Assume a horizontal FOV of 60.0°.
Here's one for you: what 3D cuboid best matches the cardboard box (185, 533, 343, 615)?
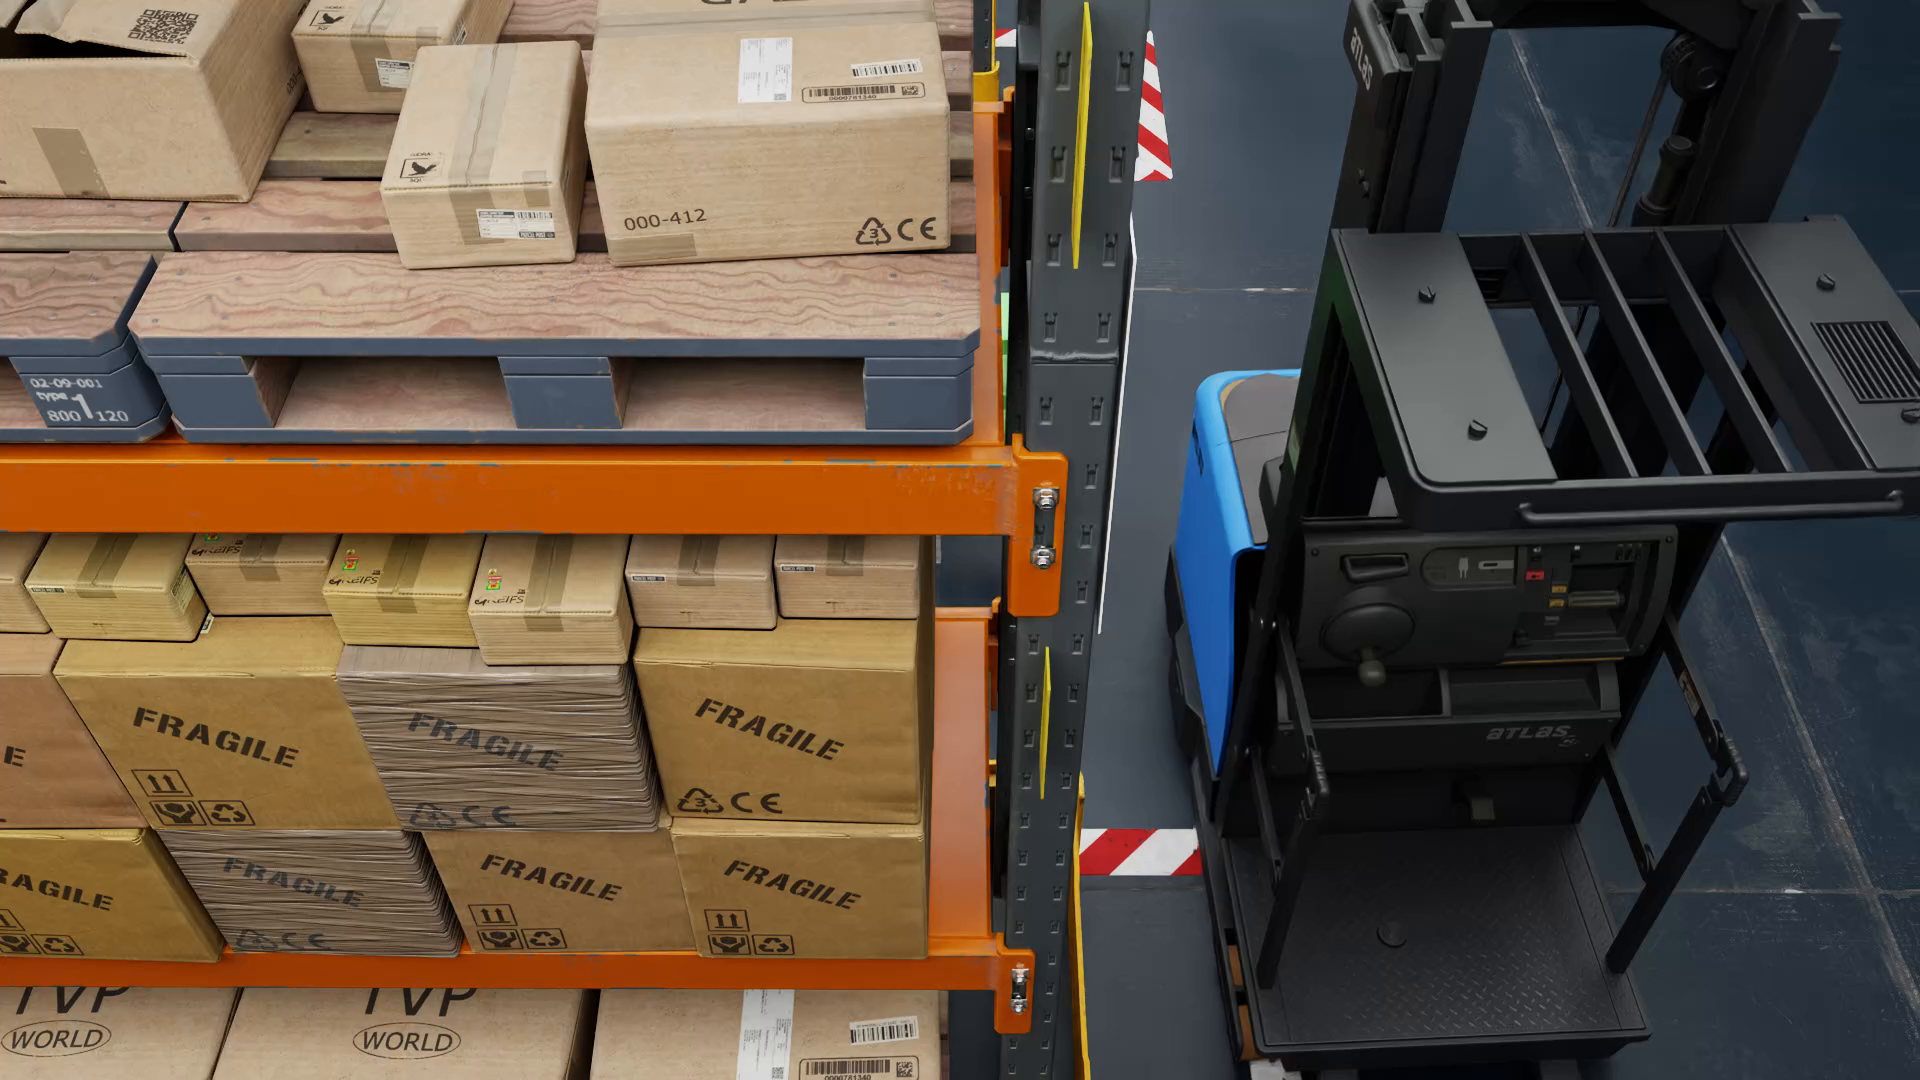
[{"bbox_3d":[-1.219,-0.052,3.054,0.250,0.149,0.380,0,47,0],"label":"cardboard box"}]

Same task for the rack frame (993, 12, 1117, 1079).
[{"bbox_3d":[0.166,0.404,3.825,0.127,3.000,1.000,0,47,0],"label":"rack frame"}]

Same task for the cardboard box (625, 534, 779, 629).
[{"bbox_3d":[-0.448,-0.029,3.033,0.250,0.149,0.380,1,47,1],"label":"cardboard box"}]

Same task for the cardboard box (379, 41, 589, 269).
[{"bbox_3d":[-0.704,-0.587,2.515,0.250,0.149,0.380,-3,47,-3],"label":"cardboard box"}]

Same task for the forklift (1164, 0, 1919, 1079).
[{"bbox_3d":[1.324,0.259,4.007,1.130,2.935,3.031,-2,47,-2],"label":"forklift"}]

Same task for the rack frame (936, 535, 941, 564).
[{"bbox_3d":[-0.078,-0.409,5.811,0.015,1.200,0.240,0,47,0],"label":"rack frame"}]

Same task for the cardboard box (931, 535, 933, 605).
[{"bbox_3d":[-0.313,-0.180,3.617,0.500,0.500,0.500,-1,47,-1],"label":"cardboard box"}]

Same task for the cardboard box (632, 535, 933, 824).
[{"bbox_3d":[-0.317,0.202,3.261,0.500,0.500,0.500,2,47,1],"label":"cardboard box"}]

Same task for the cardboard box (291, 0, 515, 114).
[{"bbox_3d":[-0.922,-0.881,2.788,0.250,0.149,0.380,2,47,2],"label":"cardboard box"}]

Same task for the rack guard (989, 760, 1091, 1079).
[{"bbox_3d":[0.190,1.256,4.740,0.348,0.500,1.175,0,47,0],"label":"rack guard"}]

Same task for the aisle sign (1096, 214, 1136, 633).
[{"bbox_3d":[0.236,-0.255,2.662,0.004,0.787,0.394,0,47,0],"label":"aisle sign"}]

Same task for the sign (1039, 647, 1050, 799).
[{"bbox_3d":[0.150,0.326,2.944,0.005,0.325,0.100,0,47,0],"label":"sign"}]

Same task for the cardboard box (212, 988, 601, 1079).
[{"bbox_3d":[-1.410,1.209,4.539,0.875,0.438,0.875,1,47,1],"label":"cardboard box"}]

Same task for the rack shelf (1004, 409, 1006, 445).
[{"bbox_3d":[0.166,-0.365,5.857,0.480,0.148,0.258,0,47,0],"label":"rack shelf"}]

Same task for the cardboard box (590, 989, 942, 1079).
[{"bbox_3d":[-0.495,1.205,4.542,0.875,0.438,0.875,-1,47,-1],"label":"cardboard box"}]

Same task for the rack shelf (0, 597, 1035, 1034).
[{"bbox_3d":[-1.834,0.644,4.093,4.000,0.370,1.077,0,47,0],"label":"rack shelf"}]

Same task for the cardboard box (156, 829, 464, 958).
[{"bbox_3d":[-1.334,0.556,3.615,0.500,0.500,0.500,1,47,1],"label":"cardboard box"}]

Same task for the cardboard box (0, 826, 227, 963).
[{"bbox_3d":[-1.850,0.564,3.608,0.500,0.500,0.500,1,47,1],"label":"cardboard box"}]

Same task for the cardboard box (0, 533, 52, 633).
[{"bbox_3d":[-1.733,-0.024,3.028,0.250,0.149,0.380,2,47,1],"label":"cardboard box"}]

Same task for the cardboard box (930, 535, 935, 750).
[{"bbox_3d":[-0.313,0.159,3.985,0.500,0.500,0.500,0,47,0],"label":"cardboard box"}]

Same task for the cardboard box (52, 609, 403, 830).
[{"bbox_3d":[-1.335,0.219,3.246,0.500,0.500,0.500,0,47,0],"label":"cardboard box"}]

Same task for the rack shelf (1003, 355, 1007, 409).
[{"bbox_3d":[0.166,-0.528,5.681,0.480,0.148,0.258,0,47,0],"label":"rack shelf"}]

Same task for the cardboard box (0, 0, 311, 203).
[{"bbox_3d":[-1.331,-0.805,2.607,0.500,0.311,0.500,1,47,1],"label":"cardboard box"}]

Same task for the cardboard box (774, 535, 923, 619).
[{"bbox_3d":[-0.194,-0.046,3.049,0.250,0.149,0.380,1,47,1],"label":"cardboard box"}]

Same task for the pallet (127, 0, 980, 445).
[{"bbox_3d":[-0.576,-0.582,2.754,1.213,0.211,1.003,0,47,0],"label":"pallet"}]

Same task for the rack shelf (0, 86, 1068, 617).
[{"bbox_3d":[-1.834,-0.378,2.995,4.000,0.370,1.077,0,47,0],"label":"rack shelf"}]

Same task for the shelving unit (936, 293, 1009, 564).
[{"bbox_3d":[0.166,-0.408,5.810,0.503,1.200,0.258,0,47,0],"label":"shelving unit"}]

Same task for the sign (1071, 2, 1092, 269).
[{"bbox_3d":[0.150,-0.495,2.062,0.005,0.325,0.100,0,47,0],"label":"sign"}]

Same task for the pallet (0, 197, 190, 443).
[{"bbox_3d":[-1.799,-0.583,2.755,1.213,0.211,1.003,0,47,0],"label":"pallet"}]

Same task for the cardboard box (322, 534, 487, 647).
[{"bbox_3d":[-0.958,0.001,3.005,0.250,0.149,0.380,1,47,1],"label":"cardboard box"}]

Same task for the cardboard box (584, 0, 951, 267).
[{"bbox_3d":[-0.285,-0.679,2.531,0.500,0.250,0.500,-4,47,-3],"label":"cardboard box"}]

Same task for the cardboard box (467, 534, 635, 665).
[{"bbox_3d":[-0.706,0.032,2.977,0.250,0.149,0.380,0,47,0],"label":"cardboard box"}]

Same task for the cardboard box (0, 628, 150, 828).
[{"bbox_3d":[-1.837,0.216,3.248,0.500,0.500,0.500,0,47,0],"label":"cardboard box"}]

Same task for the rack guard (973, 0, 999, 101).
[{"bbox_3d":[0.007,-2.368,8.113,0.348,0.500,1.175,0,47,0],"label":"rack guard"}]

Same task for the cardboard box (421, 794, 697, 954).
[{"bbox_3d":[-0.820,0.550,3.621,0.500,0.500,0.500,-1,47,-1],"label":"cardboard box"}]

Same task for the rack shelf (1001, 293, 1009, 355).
[{"bbox_3d":[0.166,-0.692,5.506,0.480,0.148,0.258,0,47,0],"label":"rack shelf"}]

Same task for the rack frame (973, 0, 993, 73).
[{"bbox_3d":[0.083,-3.220,7.198,0.127,3.000,1.000,0,47,0],"label":"rack frame"}]

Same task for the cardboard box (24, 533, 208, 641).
[{"bbox_3d":[-1.470,-0.009,3.015,0.250,0.149,0.380,1,47,1],"label":"cardboard box"}]

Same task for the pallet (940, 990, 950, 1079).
[{"bbox_3d":[-0.634,1.409,4.794,1.213,0.211,1.003,0,47,0],"label":"pallet"}]

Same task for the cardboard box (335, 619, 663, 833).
[{"bbox_3d":[-0.840,0.222,3.242,0.500,0.500,0.500,0,47,0],"label":"cardboard box"}]

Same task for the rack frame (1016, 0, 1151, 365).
[{"bbox_3d":[0.166,-1.640,1.629,0.127,3.000,1.000,0,47,0],"label":"rack frame"}]

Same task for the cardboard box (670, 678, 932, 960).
[{"bbox_3d":[-0.318,0.562,3.609,0.500,0.500,0.500,0,47,0],"label":"cardboard box"}]

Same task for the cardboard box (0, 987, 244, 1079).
[{"bbox_3d":[-2.312,1.205,4.542,0.875,0.438,0.875,-1,47,-1],"label":"cardboard box"}]
